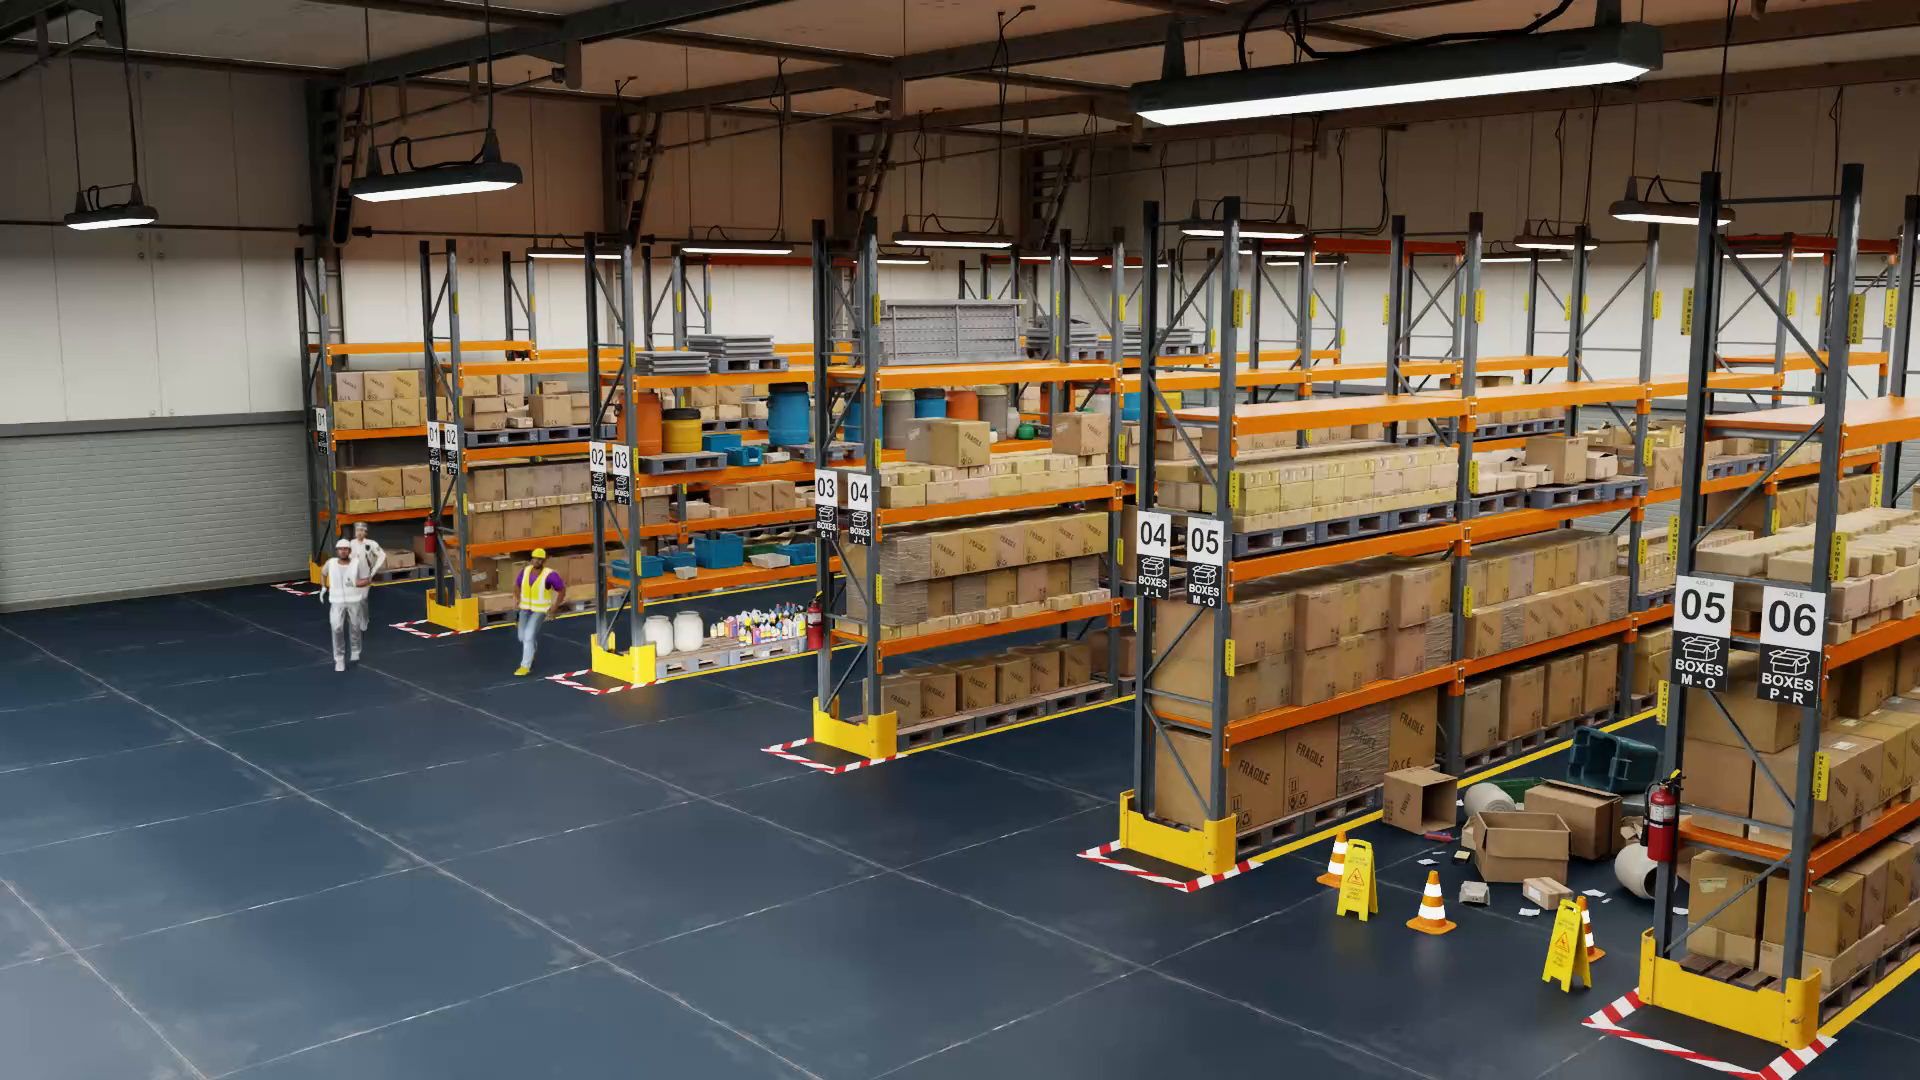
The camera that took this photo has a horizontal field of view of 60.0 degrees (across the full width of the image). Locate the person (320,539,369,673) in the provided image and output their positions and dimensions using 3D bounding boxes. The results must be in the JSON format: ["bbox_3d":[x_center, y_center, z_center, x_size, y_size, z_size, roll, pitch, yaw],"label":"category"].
[{"bbox_3d":[-8.556,0.900,23.152,0.667,1.846,0.784,-3,9,-17],"label":"person"}]

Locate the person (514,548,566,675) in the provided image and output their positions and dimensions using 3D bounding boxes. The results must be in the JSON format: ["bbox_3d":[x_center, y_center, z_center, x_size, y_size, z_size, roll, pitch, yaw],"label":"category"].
[{"bbox_3d":[-5.806,0.961,22.935,0.751,1.731,0.750,2,9,12],"label":"person"}]

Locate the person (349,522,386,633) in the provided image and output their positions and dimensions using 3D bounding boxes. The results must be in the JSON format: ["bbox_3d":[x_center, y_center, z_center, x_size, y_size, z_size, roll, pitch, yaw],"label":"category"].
[{"bbox_3d":[-9.250,0.574,25.709,0.621,1.719,0.602,1,8,4],"label":"person"}]
